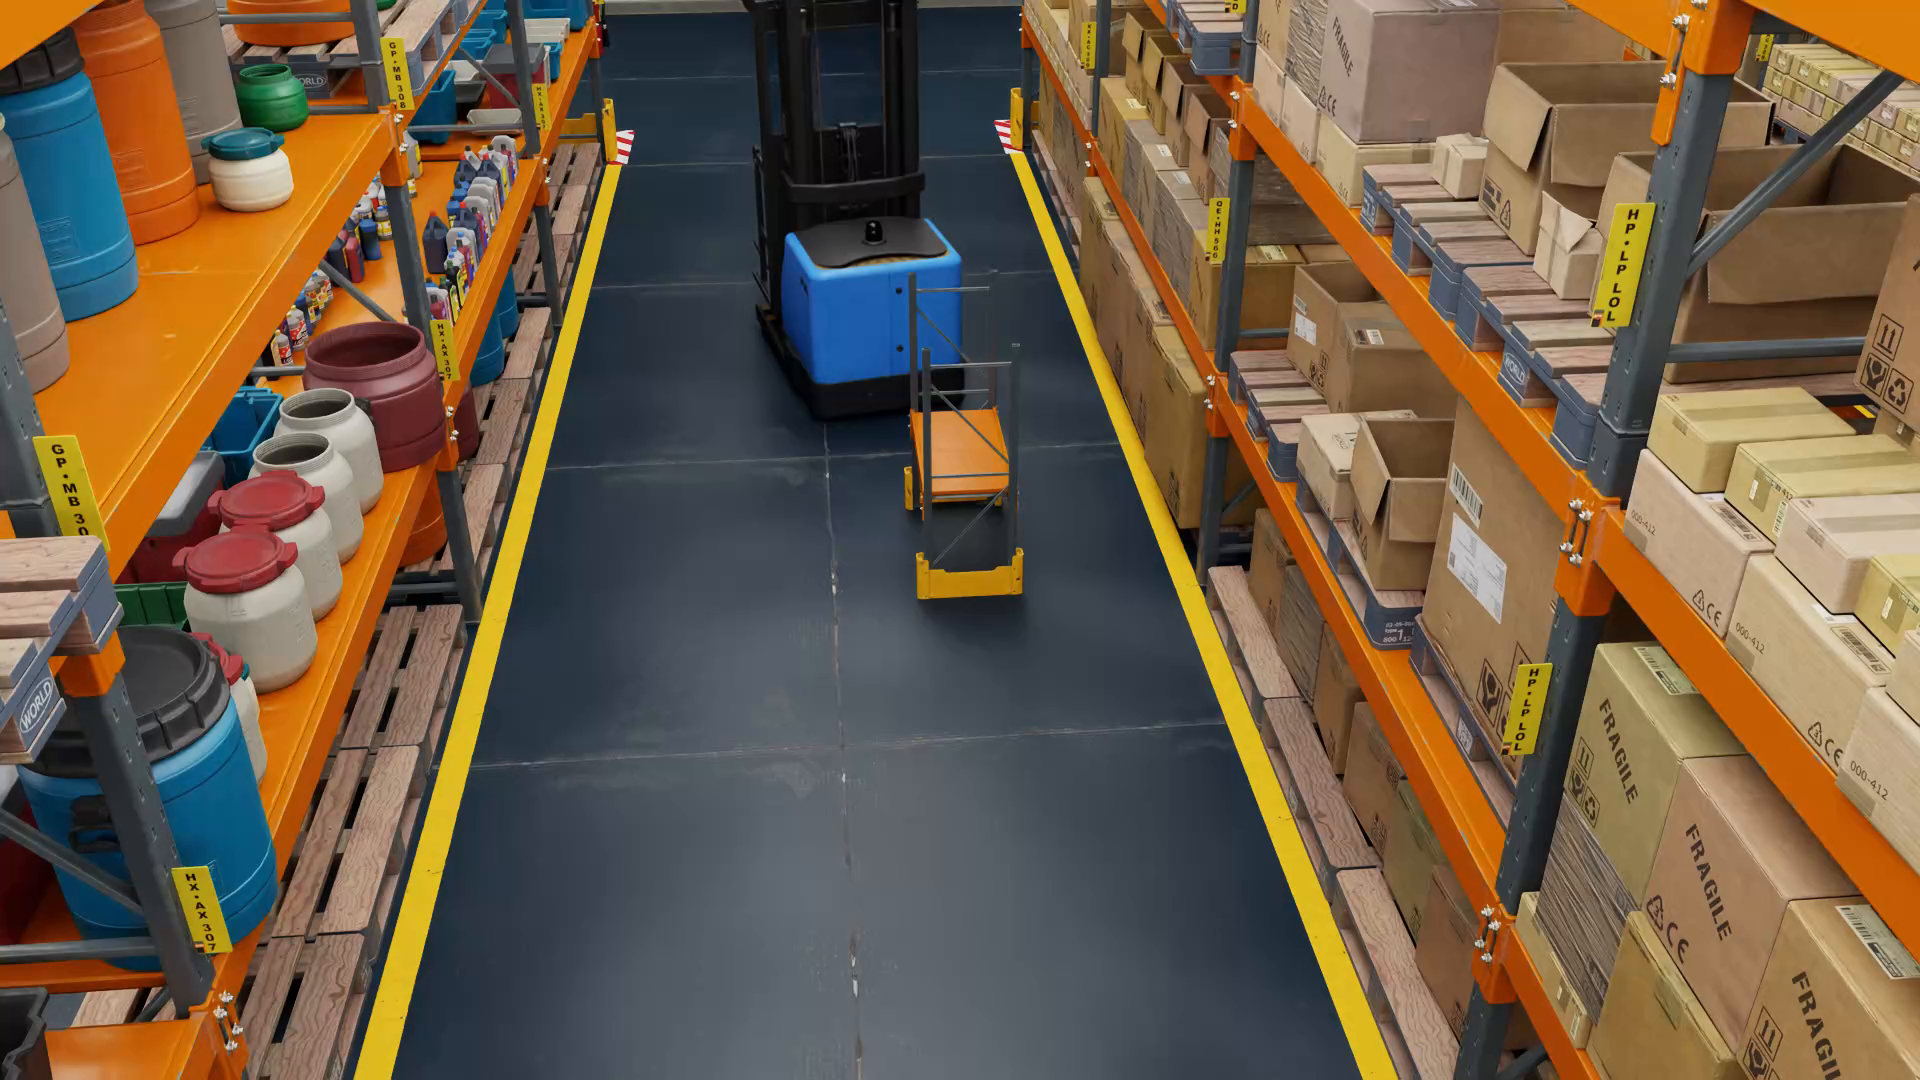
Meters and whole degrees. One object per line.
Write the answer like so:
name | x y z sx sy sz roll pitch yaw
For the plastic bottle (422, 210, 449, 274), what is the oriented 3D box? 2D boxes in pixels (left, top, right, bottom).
plastic bottle | -3.095 -1.768 9.832 0.144 0.351 0.185 -3 31 -5

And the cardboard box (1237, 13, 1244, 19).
cardboard box | 1.705 -2.896 8.238 0.797 0.503 0.637 -1 31 -2

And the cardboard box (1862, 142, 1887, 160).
cardboard box | 6.114 -2.487 10.824 0.380 0.149 0.250 -3 31 -5

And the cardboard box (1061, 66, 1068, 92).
cardboard box | 1.009 -3.676 13.224 0.380 0.149 0.250 -2 31 -4

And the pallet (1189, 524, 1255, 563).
pallet | 1.836 -0.285 10.021 1.003 0.211 1.213 -3 31 -5

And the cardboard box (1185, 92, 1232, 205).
cardboard box | 1.724 -2.256 9.527 0.797 0.503 0.637 -2 31 -3

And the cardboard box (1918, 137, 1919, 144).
cardboard box | 6.161 -2.478 10.229 0.380 0.149 0.250 -1 31 -2

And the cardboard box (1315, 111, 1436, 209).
cardboard box | 1.730 -1.523 6.596 0.500 0.250 0.500 -2 31 -4

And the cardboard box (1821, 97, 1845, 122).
cardboard box | 6.063 -2.884 11.199 0.380 0.149 0.250 -4 31 -7

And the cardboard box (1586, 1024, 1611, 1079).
cardboard box | 1.990 1.453 4.637 0.380 0.149 0.250 -3 31 -5

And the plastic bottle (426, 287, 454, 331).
plastic bottle | -2.859 -1.258 9.052 0.152 0.276 0.135 -3 31 -5

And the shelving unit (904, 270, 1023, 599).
shelving unit | 0.007 -0.605 9.300 0.587 1.500 1.083 -3 31 -5

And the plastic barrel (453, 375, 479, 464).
plastic barrel | -3.265 -0.809 10.122 0.600 0.588 0.708 -3 31 -5

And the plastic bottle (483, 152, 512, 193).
plastic bottle | -3.078 -2.455 11.056 0.152 0.276 0.135 -3 31 -5

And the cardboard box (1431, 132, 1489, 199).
cardboard box | 1.933 -1.354 5.985 0.380 0.166 0.250 -4 31 -6

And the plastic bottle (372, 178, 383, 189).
plastic bottle | -3.780 -2.244 10.775 0.097 0.201 0.097 0 31 0

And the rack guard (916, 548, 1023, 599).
rack guard | 0.054 0.186 9.195 0.587 0.250 0.087 -3 31 -5

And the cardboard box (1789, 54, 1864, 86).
cardboard box | 6.019 -3.267 11.549 0.380 0.149 0.250 -2 31 -3

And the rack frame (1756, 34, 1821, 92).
rack frame | 6.408 -3.304 12.357 1.000 3.000 0.127 -3 31 -5

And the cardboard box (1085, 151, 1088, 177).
cardboard box | 1.478 -2.727 13.053 0.875 0.875 0.875 -3 31 -5

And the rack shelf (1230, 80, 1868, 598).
rack shelf | 2.021 -1.034 6.332 1.077 0.370 4.000 -3 31 -5

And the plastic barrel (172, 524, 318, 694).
plastic barrel | -2.663 0.272 6.237 0.433 0.535 0.433 0 31 0

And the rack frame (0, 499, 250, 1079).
rack frame | -2.723 1.204 4.810 1.000 3.000 0.127 -3 31 -5

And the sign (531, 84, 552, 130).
sign | -2.923 -3.025 11.619 0.100 0.325 0.005 -3 31 -5

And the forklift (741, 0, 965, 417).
forklift | -0.890 -2.811 11.597 1.130 2.935 3.031 -9 32 -15

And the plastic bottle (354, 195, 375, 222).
plastic bottle | -3.699 -1.982 10.264 0.152 0.276 0.135 -3 31 -5

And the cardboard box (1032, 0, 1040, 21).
cardboard box | 0.918 -4.701 14.551 0.500 0.250 0.500 -3 31 -5

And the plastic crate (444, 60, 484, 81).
plastic crate | -3.933 -3.668 13.164 0.293 0.136 0.466 -3 31 -5

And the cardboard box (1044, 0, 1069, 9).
cardboard box | 0.964 -4.768 13.932 0.500 0.500 0.500 -4 31 -6

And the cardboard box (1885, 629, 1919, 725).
cardboard box | 2.032 0.288 3.175 0.380 0.149 0.250 -3 31 -6

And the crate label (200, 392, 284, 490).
crate label | -3.274 -0.334 7.349 0.502 0.435 0.616 -3 31 -5

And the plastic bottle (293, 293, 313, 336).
plastic bottle | -3.592 -1.246 9.037 0.097 0.271 0.097 0 31 0

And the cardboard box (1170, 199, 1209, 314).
cardboard box | 1.501 -1.614 9.429 0.500 0.500 0.500 -3 31 -5

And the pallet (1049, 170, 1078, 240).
pallet | 1.350 -2.937 14.462 1.003 0.211 1.213 -3 31 -5

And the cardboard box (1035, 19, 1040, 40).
cardboard box | 0.867 -4.461 14.538 0.380 0.149 0.250 -3 31 -5

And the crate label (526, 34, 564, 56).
crate label | -3.525 -4.138 13.952 0.396 0.136 0.243 -3 31 -5

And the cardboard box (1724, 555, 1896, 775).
cardboard box | 2.049 0.255 3.619 0.500 0.250 0.500 -3 31 -5

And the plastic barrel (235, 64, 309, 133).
plastic barrel | -3.023 -1.936 7.292 0.294 0.245 0.294 0 31 0

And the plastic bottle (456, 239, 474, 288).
plastic bottle | -2.878 -1.617 9.646 0.061 0.283 0.133 -3 31 -5

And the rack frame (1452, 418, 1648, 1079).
rack frame | 2.208 0.966 5.207 1.000 3.000 0.127 -3 31 -5

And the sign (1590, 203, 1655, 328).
sign | 1.656 -0.684 4.157 0.100 0.325 0.005 -3 31 -5

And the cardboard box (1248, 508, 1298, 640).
cardboard box | 1.917 0.149 8.583 0.700 0.500 0.500 -4 31 -7

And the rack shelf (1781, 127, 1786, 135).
rack shelf | 6.595 -1.974 10.832 1.077 0.370 4.000 -3 31 -5

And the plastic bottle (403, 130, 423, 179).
plastic bottle | -3.757 -2.644 11.299 0.144 0.351 0.185 -3 31 -5

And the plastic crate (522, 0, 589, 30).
plastic crate | -3.627 -4.802 14.771 0.616 0.435 0.499 -3 31 -5

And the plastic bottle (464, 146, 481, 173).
plastic bottle | -3.203 -2.399 10.889 0.144 0.351 0.185 -3 31 -5

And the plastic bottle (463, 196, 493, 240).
plastic bottle | -2.997 -2.011 10.312 0.152 0.276 0.135 -3 31 -5

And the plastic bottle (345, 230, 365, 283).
plastic bottle | -3.540 -1.659 9.717 0.061 0.283 0.133 -3 31 -5

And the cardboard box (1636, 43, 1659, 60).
cardboard box | 5.931 -4.126 13.977 0.380 0.149 0.250 -2 31 -4

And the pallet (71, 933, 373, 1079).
pallet | -2.835 2.002 6.193 1.003 0.211 1.213 -3 31 -5

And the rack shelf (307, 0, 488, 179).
rack shelf | -3.284 -2.839 9.354 1.077 0.370 4.000 -3 31 -5

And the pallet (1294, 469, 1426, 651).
pallet | 2.060 0.015 6.987 1.003 0.211 1.213 -3 31 -5

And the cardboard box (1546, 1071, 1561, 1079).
cardboard box | 2.205 2.065 5.395 0.500 0.500 0.500 -4 31 -6
